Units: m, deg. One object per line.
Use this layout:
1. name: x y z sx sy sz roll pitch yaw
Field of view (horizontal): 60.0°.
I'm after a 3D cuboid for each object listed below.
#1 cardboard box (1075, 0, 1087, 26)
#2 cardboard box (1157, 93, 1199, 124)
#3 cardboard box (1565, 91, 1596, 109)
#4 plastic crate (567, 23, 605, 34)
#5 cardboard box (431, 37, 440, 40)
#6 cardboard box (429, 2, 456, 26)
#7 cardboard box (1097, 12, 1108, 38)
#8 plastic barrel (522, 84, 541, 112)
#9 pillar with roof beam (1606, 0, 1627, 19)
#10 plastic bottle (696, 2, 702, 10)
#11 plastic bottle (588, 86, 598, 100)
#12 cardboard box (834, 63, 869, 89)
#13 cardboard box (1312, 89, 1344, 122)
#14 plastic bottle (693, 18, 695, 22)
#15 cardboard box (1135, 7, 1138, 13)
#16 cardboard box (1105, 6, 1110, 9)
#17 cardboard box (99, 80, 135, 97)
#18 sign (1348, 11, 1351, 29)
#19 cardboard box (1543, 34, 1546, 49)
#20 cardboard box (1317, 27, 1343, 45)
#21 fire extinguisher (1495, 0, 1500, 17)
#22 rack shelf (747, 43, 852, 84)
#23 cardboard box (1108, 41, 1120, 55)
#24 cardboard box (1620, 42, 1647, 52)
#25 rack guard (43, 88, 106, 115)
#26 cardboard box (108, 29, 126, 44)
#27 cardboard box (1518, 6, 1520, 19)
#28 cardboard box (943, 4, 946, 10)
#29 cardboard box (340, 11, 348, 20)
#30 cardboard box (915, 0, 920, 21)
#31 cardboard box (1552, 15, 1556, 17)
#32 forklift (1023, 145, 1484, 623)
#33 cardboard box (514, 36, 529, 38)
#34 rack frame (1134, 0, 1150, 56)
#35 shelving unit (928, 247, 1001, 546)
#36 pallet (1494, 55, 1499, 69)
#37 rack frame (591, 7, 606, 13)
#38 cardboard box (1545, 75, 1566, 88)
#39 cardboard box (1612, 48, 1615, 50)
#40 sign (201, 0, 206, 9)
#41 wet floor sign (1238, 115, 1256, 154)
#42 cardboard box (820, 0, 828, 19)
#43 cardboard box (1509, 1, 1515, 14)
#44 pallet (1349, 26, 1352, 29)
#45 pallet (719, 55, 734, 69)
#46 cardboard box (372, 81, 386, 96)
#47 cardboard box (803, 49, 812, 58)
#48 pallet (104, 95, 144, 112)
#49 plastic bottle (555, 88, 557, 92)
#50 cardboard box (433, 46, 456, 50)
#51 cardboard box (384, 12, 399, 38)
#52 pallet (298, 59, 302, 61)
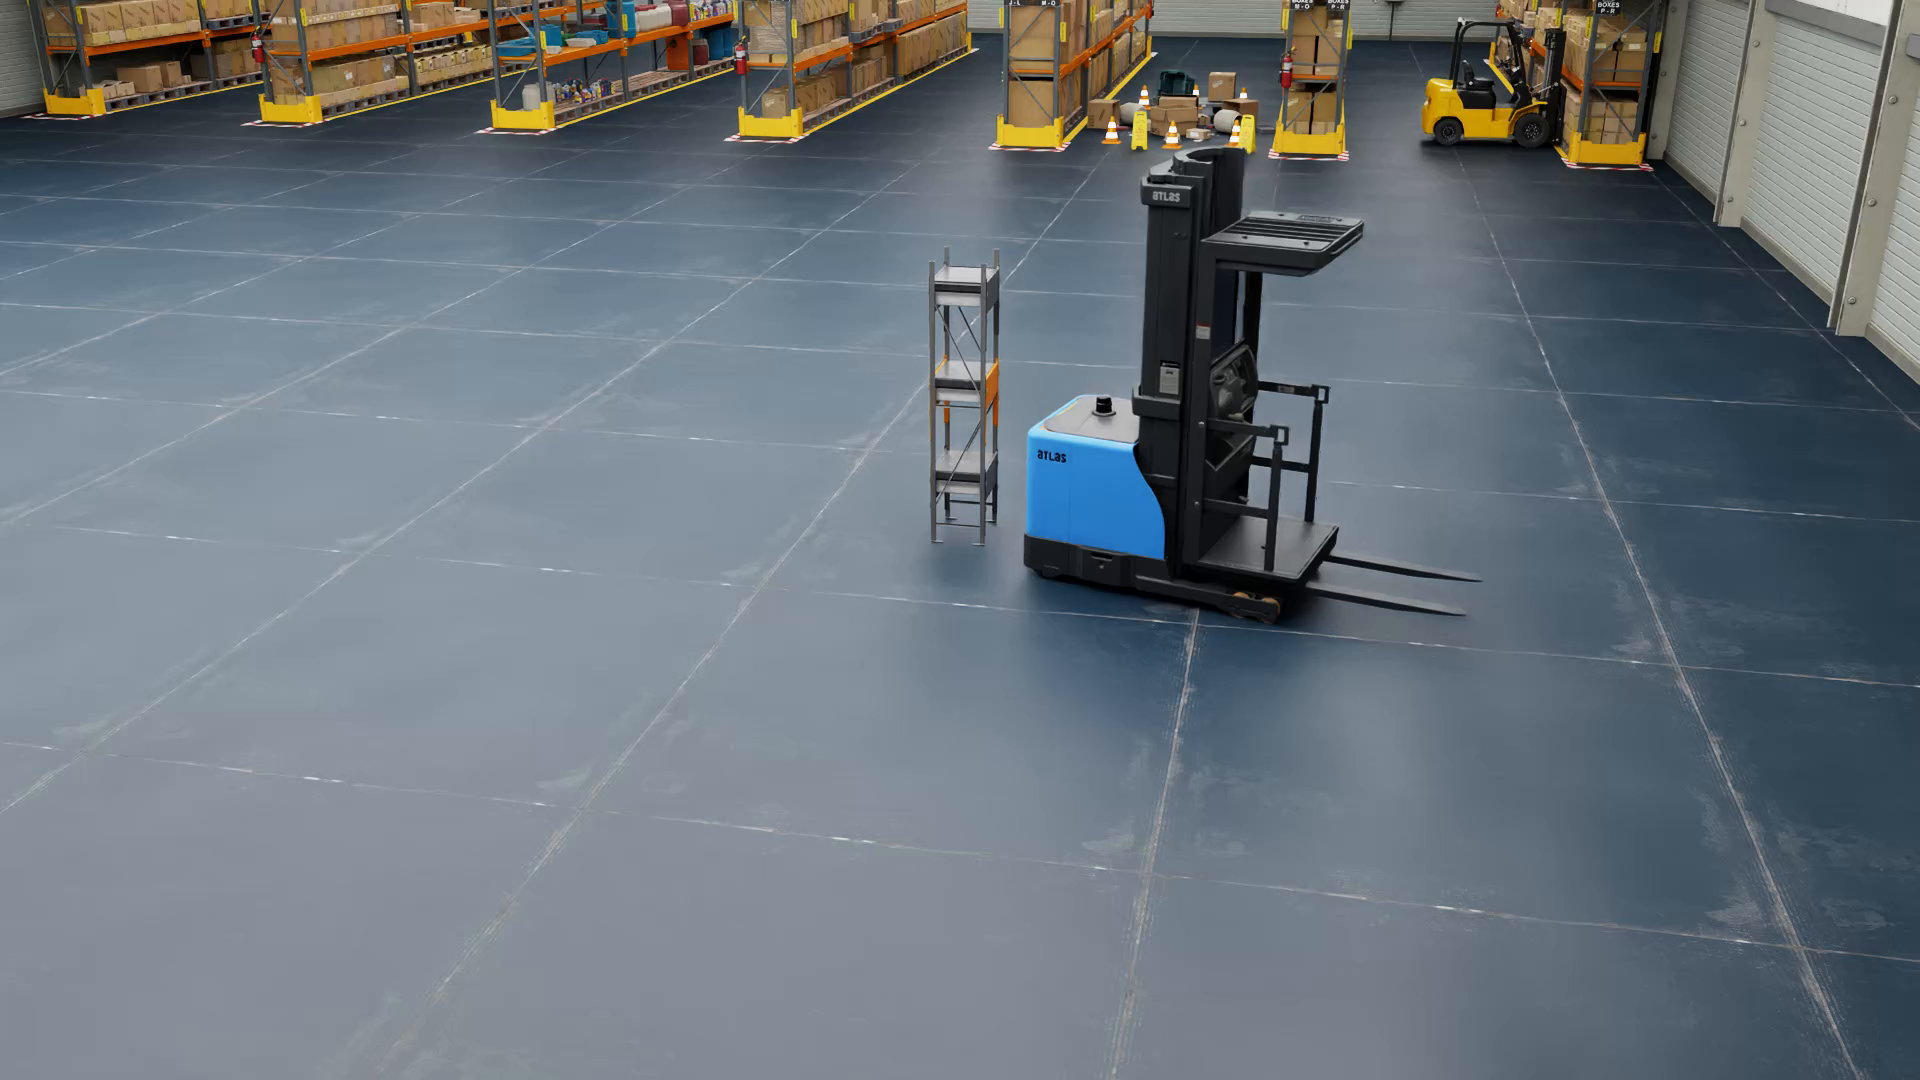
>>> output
1. cardboard box: 1.980 -10.255 32.155 0.875 0.550 0.550 4 22 11
2. cardboard box: 4.201 -8.306 32.123 0.797 0.637 0.503 4 22 11
3. cardboard box: 10.978 -7.794 29.471 0.500 0.250 0.500 5 22 12
4. plastic crate: -7.827 -10.609 34.763 0.767 0.338 0.504 4 22 11
5. cardboard box: -15.095 -14.368 46.797 0.700 0.500 0.500 4 22 9
6. cardboard box: -11.954 -12.093 38.230 0.500 0.500 0.500 3 22 8
7. cardboard box: 2.870 -10.986 35.482 0.500 0.500 0.500 4 22 10
8. plastic barrel: -8.353 -8.644 32.569 0.421 0.512 0.421 0 22 0
9. pillar with roof beam: 9.032 -13.338 33.425 9.100 9.000 0.400 4 22 11
10. plastic bottle: -6.471 -13.197 41.273 0.152 0.276 0.135 4 22 11
11. plastic bottle: -7.587 -9.255 34.376 0.152 0.276 0.135 5 22 12
12. cardboard box: -2.371 -10.087 36.141 0.700 0.500 0.500 3 22 6
13. cardboard box: 6.578 -7.773 29.754 0.500 0.500 0.500 4 22 9
14. plastic bottle: -6.324 -12.396 39.291 0.097 0.271 0.097 0 22 0
15. cardboard box: 4.258 -13.302 41.704 0.380 0.149 0.250 5 22 12
16. cardboard box: 3.199 -11.867 37.181 0.380 0.149 0.250 5 23 13
17. cardboard box: -17.765 -9.523 34.995 0.500 0.311 0.500 6 23 15
18. sign: 7.487 -10.049 32.132 0.100 0.325 0.005 4 22 11
19. cardboard box: 11.988 -9.997 33.361 0.500 0.250 0.500 5 23 13
20. cardboard box: 6.807 -9.123 30.458 0.500 0.500 0.500 4 22 10
21. fire extinguisher: 13.841 -13.578 42.655 0.296 0.674 0.183 4 22 11
22. rack shelf: -3.155 -9.377 32.583 1.077 0.370 4.000 4 22 11
23. cardboard box: 3.385 -11.292 38.156 0.500 0.250 0.500 4 22 10
24. cardboard box: 11.321 -8.298 27.940 0.380 0.149 0.250 4 22 10
25. rack guard: -18.095 -8.980 33.981 1.175 0.500 0.348 4 22 11
26. cardboard box: -17.608 -10.397 34.327 0.500 0.250 0.500 4 22 9
27. cardboard box: 12.788 -11.889 37.476 0.396 0.266 0.258 6 23 14
28. cardboard box: -0.570 -13.623 42.499 0.380 0.149 0.250 4 22 9
29. cardboard box: -12.709 -10.681 33.857 0.380 0.149 0.250 4 22 10
30. cardboard box: -1.257 -12.667 39.657 0.500 0.500 0.500 5 22 11
31. cardboard box: 11.899 -10.268 32.832 0.380 0.149 0.250 5 22 11
32. forklift: 2.002 -1.036 11.003 3.031 2.935 1.130 10 24 24
33. cardboard box: -10.945 -12.417 41.926 0.500 0.500 0.500 4 22 9
34. rack frame: 4.536 -14.415 44.132 1.000 3.000 0.127 4 22 11
35. shelving unit: 0.034 -1.035 12.112 0.431 2.100 0.503 4 22 11
36. pallet: 14.086 -12.085 42.078 1.003 0.211 1.213 4 22 11
37. rack frame: -9.996 -15.587 47.041 1.000 3.000 0.127 4 22 11
38. cardboard box: 12.076 -8.877 32.998 0.875 0.625 0.625 4 22 10
39. cardboard box: 11.456 -8.245 28.677 0.500 0.500 0.500 5 23 13
40. sign: -16.762 -11.938 36.820 0.100 0.325 0.005 4 22 11
41. wet floor sign: 5.052 -7.143 29.227 0.267 0.644 0.232 13 25 29
42. cardboard box: -2.879 -10.356 32.182 0.500 0.500 0.500 4 22 11
43. cardboard box: 13.400 -12.693 39.657 0.500 0.250 0.500 5 22 11
44. pallet: 7.729 -10.791 35.390 1.213 0.211 1.003 4 22 11
45. pallet: -6.162 -12.173 42.295 1.003 0.211 1.213 4 22 11
46. cardboard box: -12.524 -9.565 35.207 0.500 0.250 0.500 4 22 11
47. cardboard box: -3.048 -9.313 31.798 0.380 0.149 0.250 4 22 11
48. pallet: -17.895 -9.140 34.766 1.003 0.211 1.213 4 22 11
49. plastic bottle: -8.360 -9.143 34.097 0.152 0.276 0.135 4 22 9
50. cardboard box: -12.121 -11.479 39.208 0.500 0.311 0.500 4 22 10
51. cardboard box: -12.529 -11.082 35.721 0.700 0.500 0.500 4 22 10
52. pallet: -16.244 -12.027 41.933 1.003 0.211 1.213 4 22 11
